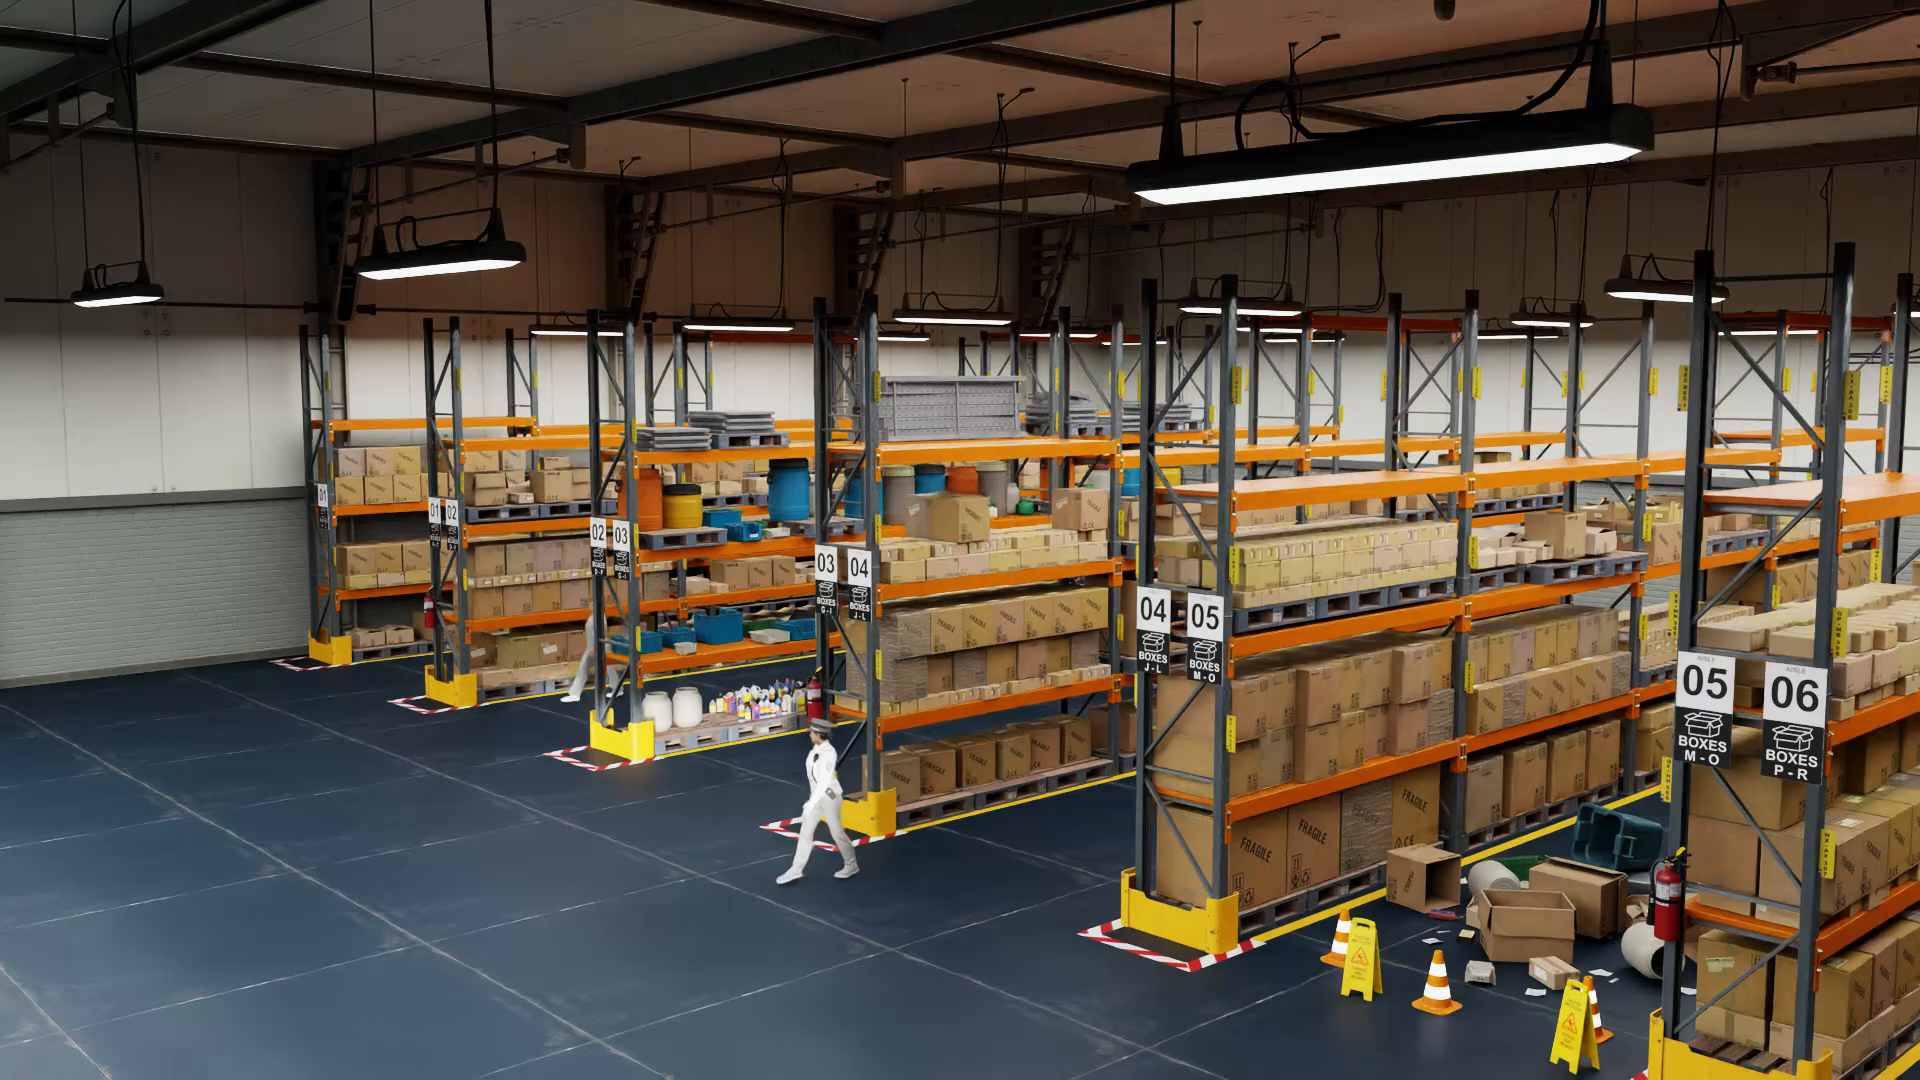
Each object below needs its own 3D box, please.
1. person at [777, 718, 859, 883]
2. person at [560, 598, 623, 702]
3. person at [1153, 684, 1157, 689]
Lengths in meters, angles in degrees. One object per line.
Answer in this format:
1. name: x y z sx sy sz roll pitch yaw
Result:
1. person: -1.451 2.627 16.855 0.873 1.642 0.512 -3 6 -27
2. person: -5.749 1.708 26.018 0.492 1.600 1.044 4 7 38
3. person: 3.028 1.567 27.018 0.528 1.756 0.573 -1 6 -10
